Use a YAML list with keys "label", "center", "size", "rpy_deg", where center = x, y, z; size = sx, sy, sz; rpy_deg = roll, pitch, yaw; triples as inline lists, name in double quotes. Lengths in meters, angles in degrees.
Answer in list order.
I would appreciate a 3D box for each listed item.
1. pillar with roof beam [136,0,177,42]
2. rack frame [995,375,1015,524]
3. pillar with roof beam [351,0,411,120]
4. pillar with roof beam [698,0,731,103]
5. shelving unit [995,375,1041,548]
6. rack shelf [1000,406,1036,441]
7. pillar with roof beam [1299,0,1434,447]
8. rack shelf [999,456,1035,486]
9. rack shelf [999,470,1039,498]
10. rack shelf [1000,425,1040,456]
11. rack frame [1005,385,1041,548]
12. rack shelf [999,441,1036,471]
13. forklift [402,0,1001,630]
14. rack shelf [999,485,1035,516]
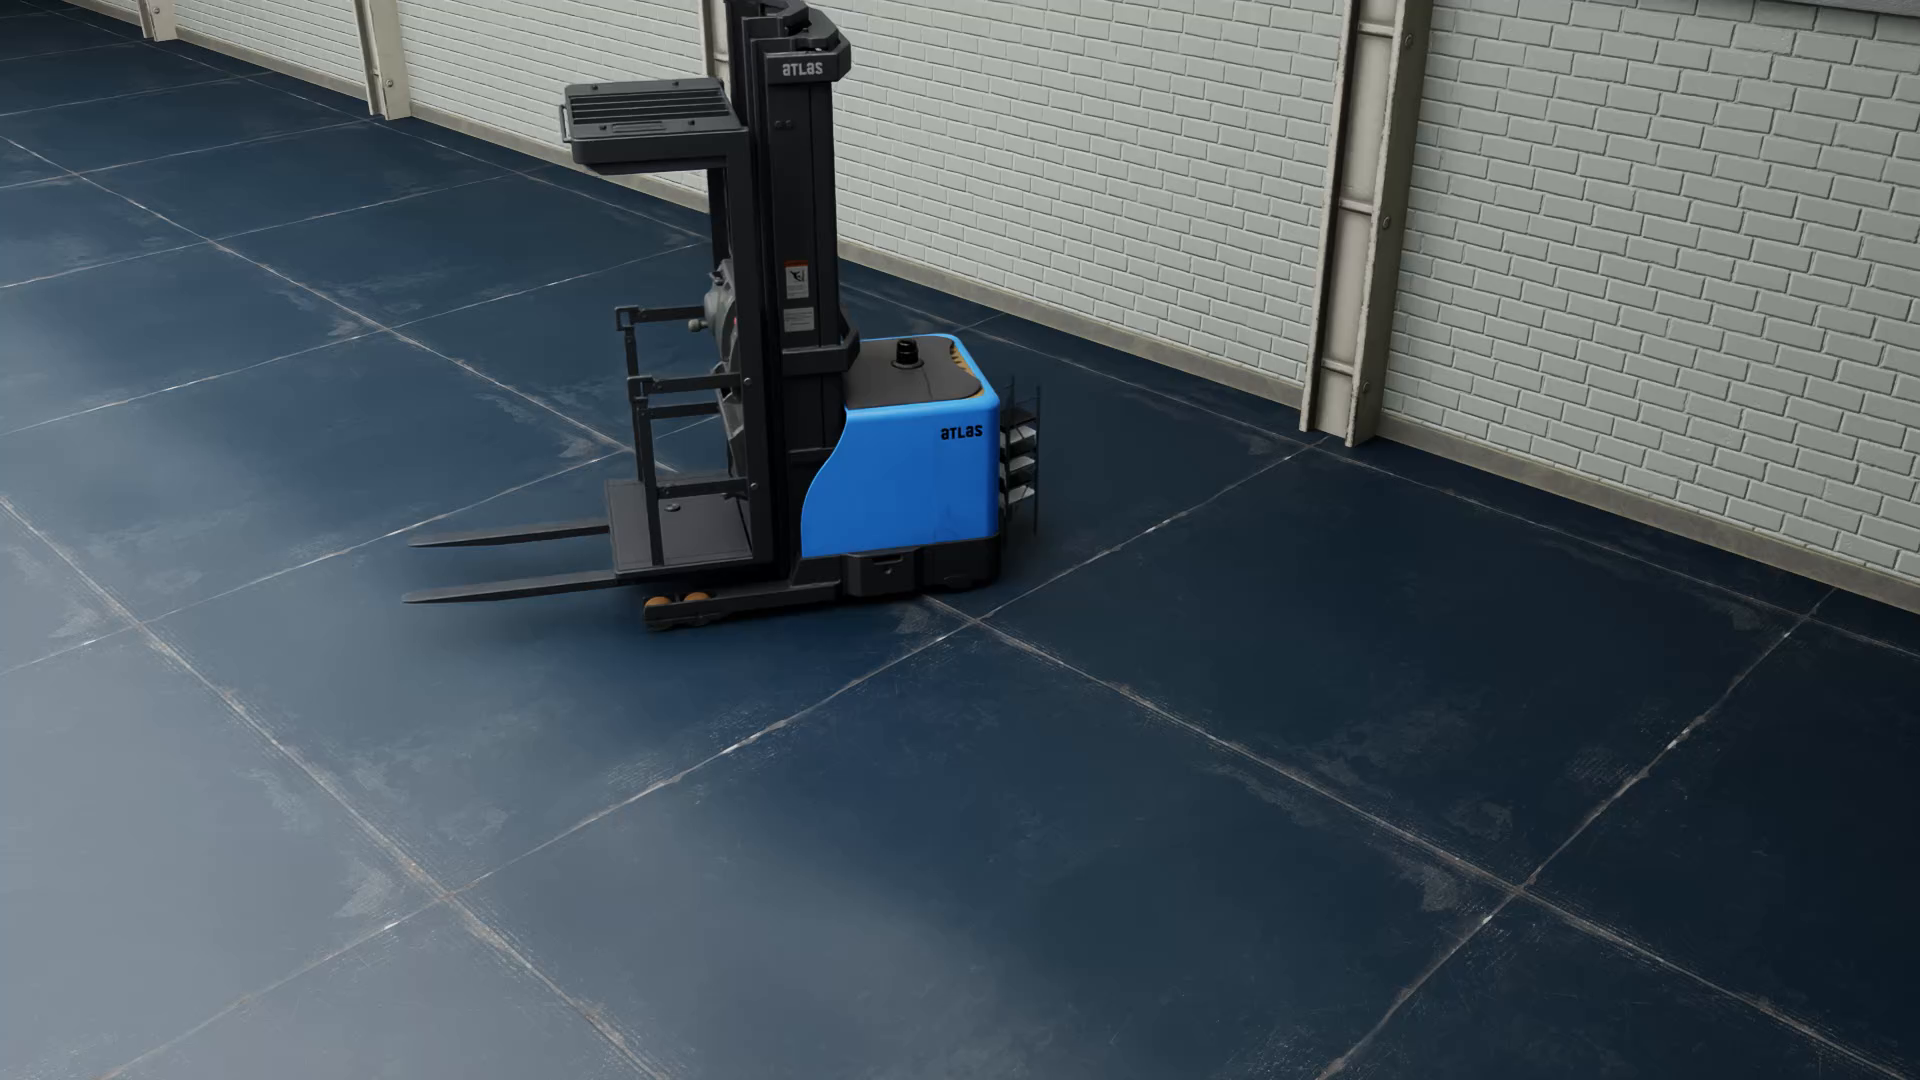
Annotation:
- label: "pillar with roof beam"
  center: [-13.448, -9.118, 16.922]
  size: [0.400, 9.000, 9.100]
  rpy_deg: [25, 36, 38]
- label: "rack frame"
  center: [0.204, -0.462, 9.161]
  size: [0.240, 0.900, 0.006]
  rpy_deg: [-22, 35, -36]
- label: "pillar with roof beam"
  center: [-9.170, -7.160, 13.198]
  size: [0.400, 9.000, 9.100]
  rpy_deg: [25, 36, 38]
- label: "pillar with roof beam"
  center: [-4.891, -5.203, 9.475]
  size: [0.400, 9.000, 9.100]
  rpy_deg: [25, 36, 38]
- label: "shelving unit"
  center: [0.271, -0.426, 9.093]
  size: [0.258, 0.900, 0.210]
  rpy_deg: [-22, 35, -36]
- label: "rack shelf"
  center: [0.271, -0.635, 8.983]
  size: [0.258, 0.077, 0.200]
  rpy_deg: [-22, 35, -36]
- label: "pillar with roof beam"
  center: [-0.613, -3.245, 5.752]
  size: [0.400, 9.000, 9.100]
  rpy_deg: [25, 36, 38]
- label: "rack shelf"
  center: [0.271, -0.397, 9.109]
  size: [0.258, 0.077, 0.200]
  rpy_deg: [-22, 35, -36]
- label: "rack shelf"
  center: [0.271, -0.317, 9.151]
  size: [0.258, 0.077, 0.200]
  rpy_deg: [-22, 35, -36]
- label: "rack shelf"
  center: [0.271, -0.556, 9.025]
  size: [0.258, 0.077, 0.200]
  rpy_deg: [-22, 35, -36]
- label: "rack frame"
  center: [0.338, -0.390, 9.026]
  size: [0.240, 0.900, 0.006]
  rpy_deg: [-22, 35, -36]
- label: "rack shelf"
  center: [0.271, -0.476, 9.067]
  size: [0.258, 0.077, 0.200]
  rpy_deg: [-22, 35, -36]
- label: "forklift"
  center: [-1.358, -1.113, 8.217]
  size: [3.031, 2.935, 1.130]
  rpy_deg: [-6, 28, -12]
- label: "rack shelf"
  center: [0.271, -0.237, 9.193]
  size: [0.258, 0.077, 0.200]
  rpy_deg: [-22, 35, -36]
